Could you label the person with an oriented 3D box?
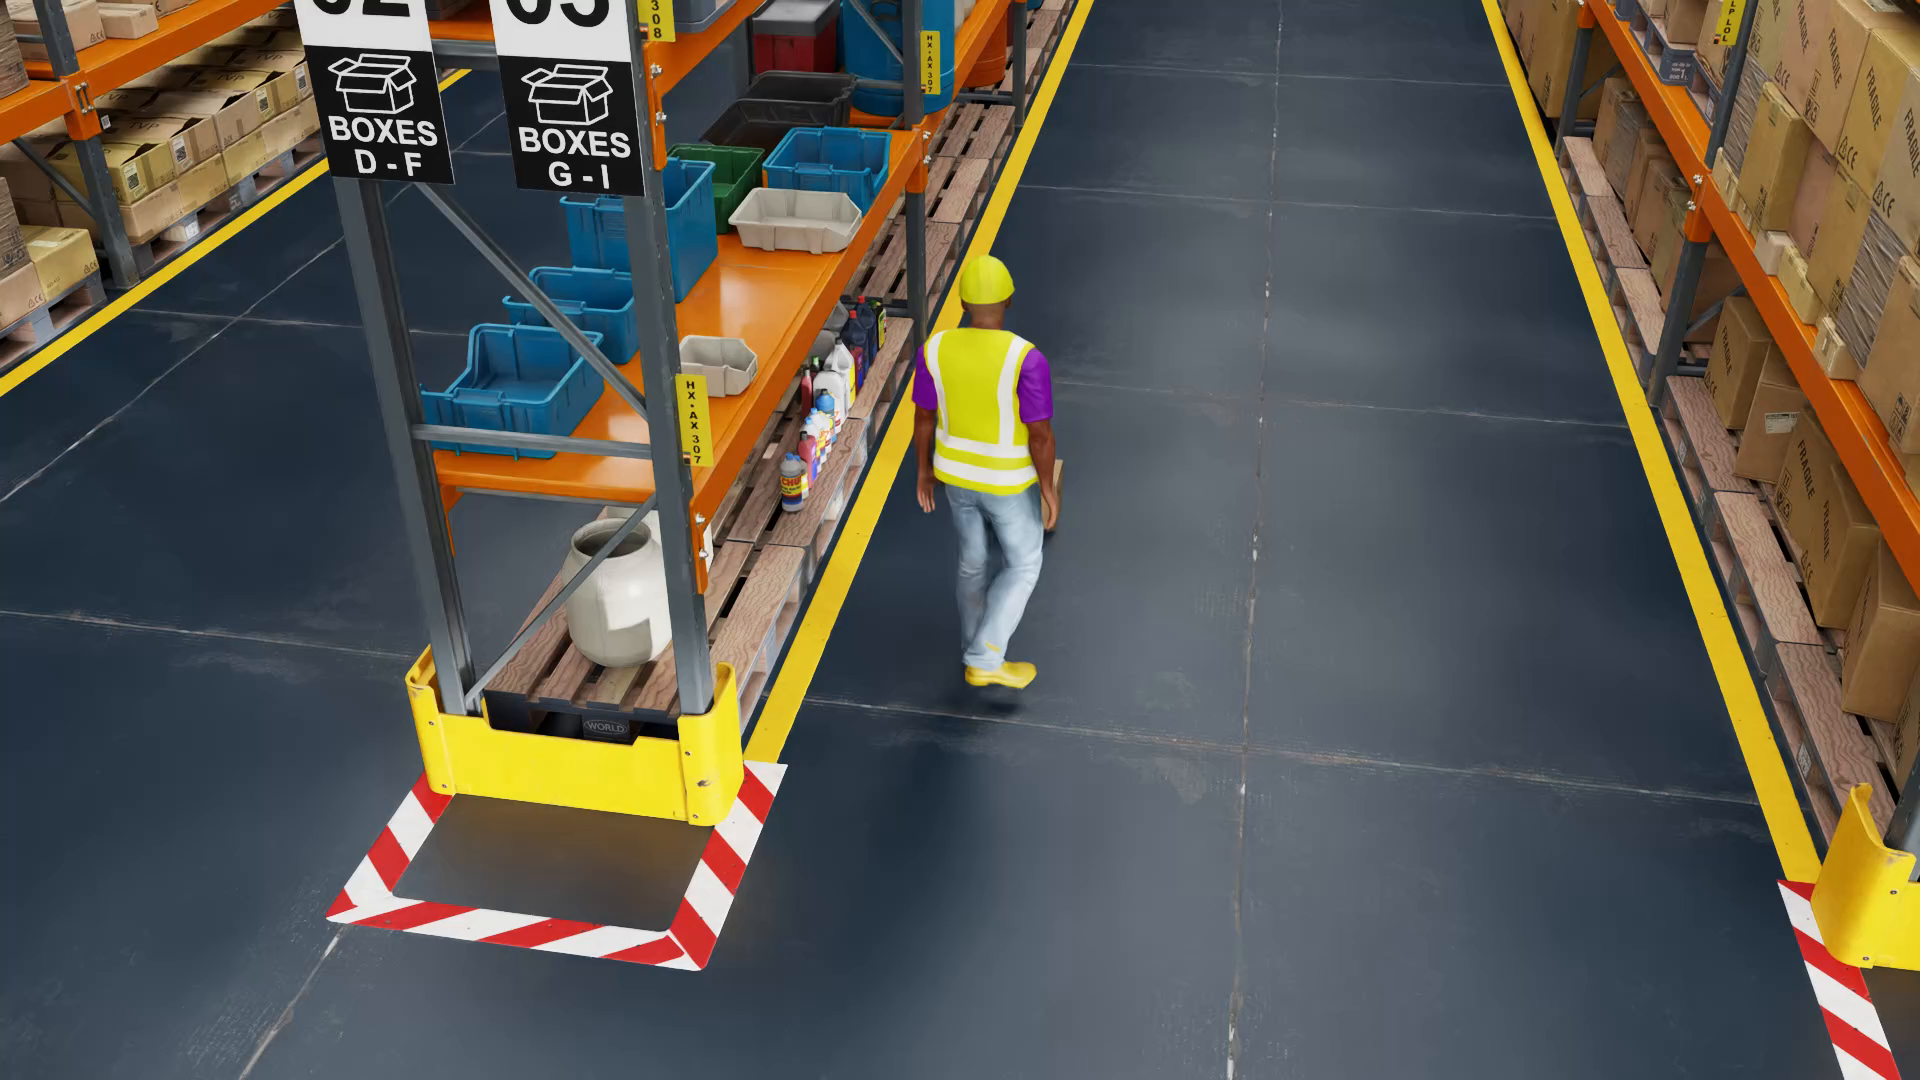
[{"bbox_3d":[0.085,-0.222,6.469,0.609,1.756,0.581,15,35,23],"label":"person"}]
